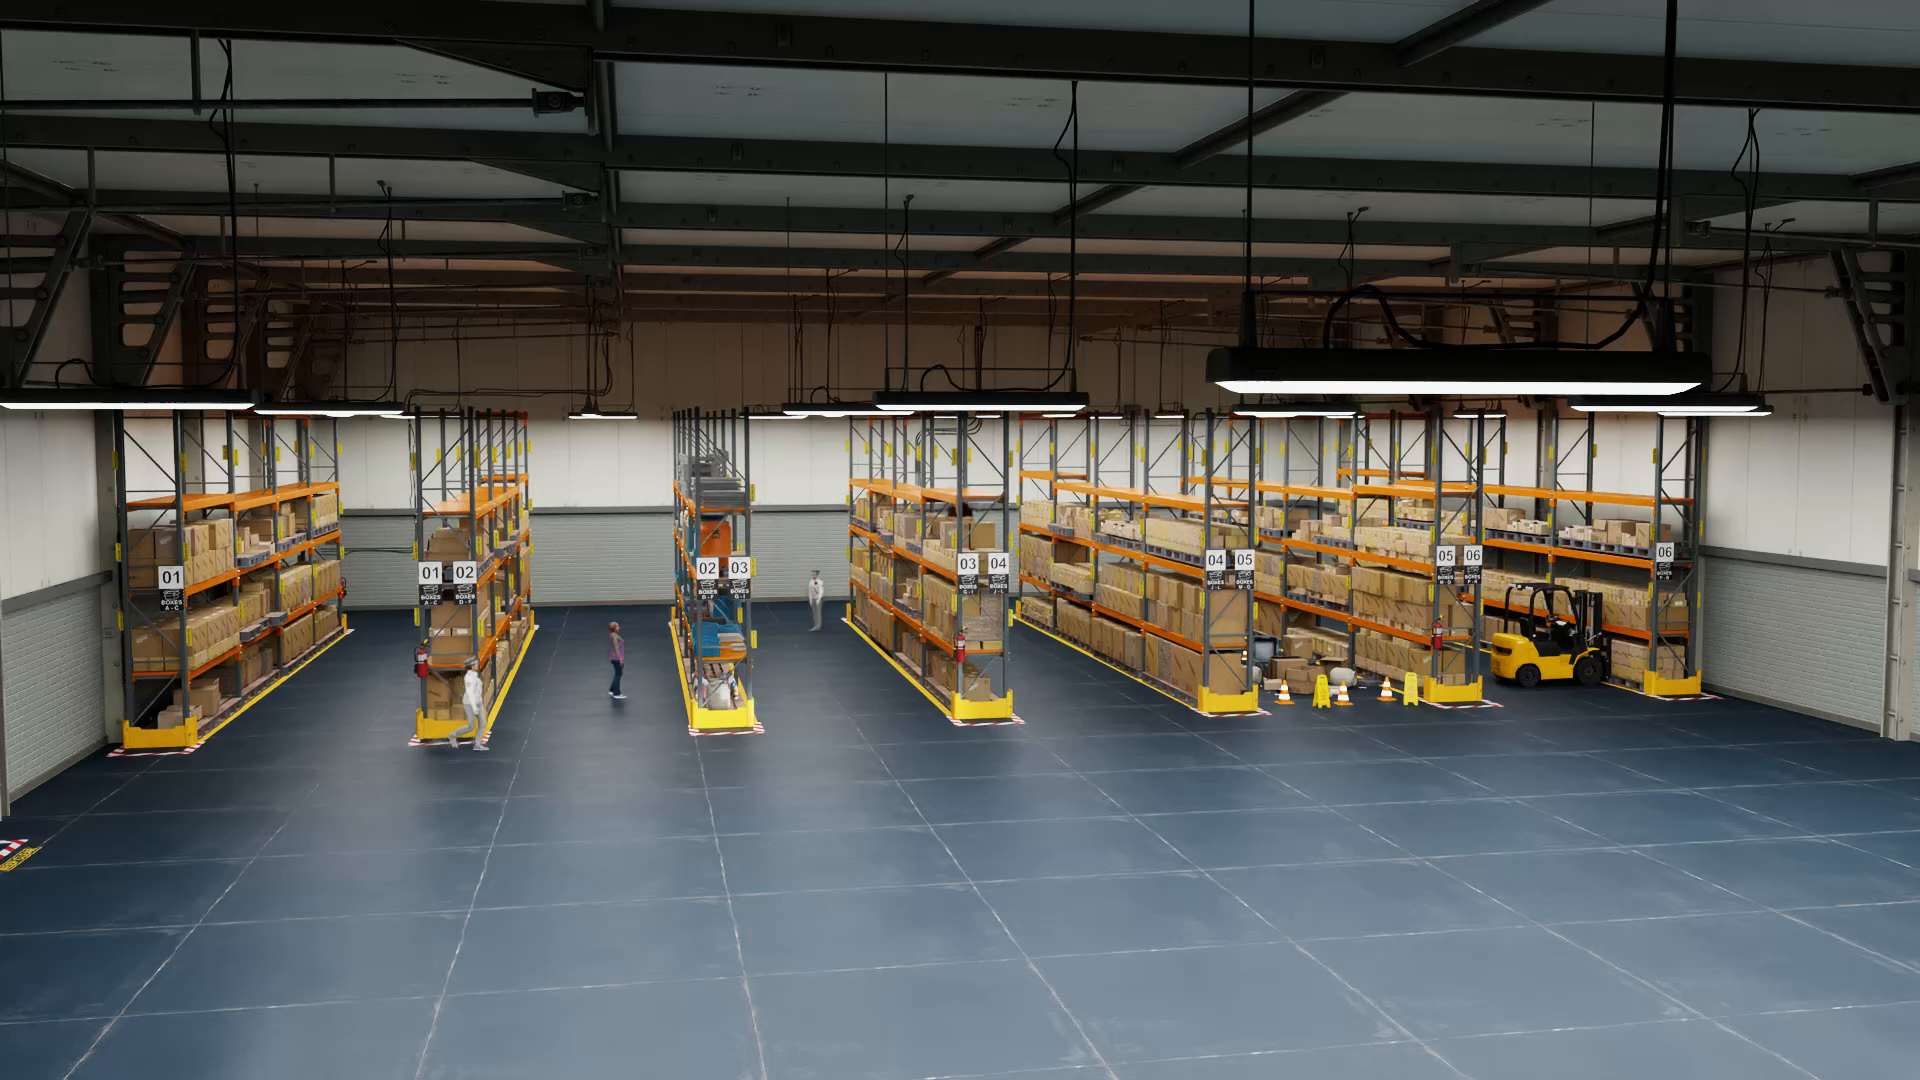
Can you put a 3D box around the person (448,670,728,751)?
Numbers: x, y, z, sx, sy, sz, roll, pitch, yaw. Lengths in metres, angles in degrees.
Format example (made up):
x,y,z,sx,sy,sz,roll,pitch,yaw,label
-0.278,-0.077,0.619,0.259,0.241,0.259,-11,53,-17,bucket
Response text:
x,y,z,sx,sy,sz,roll,pitch,yaw,label
-6.629,2.824,30.613,3.252,1.409,4.990,1,4,16,person

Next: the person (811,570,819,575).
x,y,z,sx,sy,sz,roll,pitch,yaw,label
2.438,1.522,47.384,13.609,1.670,2.097,-1,4,-9,person

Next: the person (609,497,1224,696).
x,y,z,sx,sy,sz,roll,pitch,yaw,label
-0.618,0.887,42.514,19.493,3.479,8.860,-2,5,-28,person

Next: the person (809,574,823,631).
x,y,z,sx,sy,sz,roll,pitch,yaw,label
-3.955,1.656,45.507,0.389,1.672,0.361,3,5,40,person
